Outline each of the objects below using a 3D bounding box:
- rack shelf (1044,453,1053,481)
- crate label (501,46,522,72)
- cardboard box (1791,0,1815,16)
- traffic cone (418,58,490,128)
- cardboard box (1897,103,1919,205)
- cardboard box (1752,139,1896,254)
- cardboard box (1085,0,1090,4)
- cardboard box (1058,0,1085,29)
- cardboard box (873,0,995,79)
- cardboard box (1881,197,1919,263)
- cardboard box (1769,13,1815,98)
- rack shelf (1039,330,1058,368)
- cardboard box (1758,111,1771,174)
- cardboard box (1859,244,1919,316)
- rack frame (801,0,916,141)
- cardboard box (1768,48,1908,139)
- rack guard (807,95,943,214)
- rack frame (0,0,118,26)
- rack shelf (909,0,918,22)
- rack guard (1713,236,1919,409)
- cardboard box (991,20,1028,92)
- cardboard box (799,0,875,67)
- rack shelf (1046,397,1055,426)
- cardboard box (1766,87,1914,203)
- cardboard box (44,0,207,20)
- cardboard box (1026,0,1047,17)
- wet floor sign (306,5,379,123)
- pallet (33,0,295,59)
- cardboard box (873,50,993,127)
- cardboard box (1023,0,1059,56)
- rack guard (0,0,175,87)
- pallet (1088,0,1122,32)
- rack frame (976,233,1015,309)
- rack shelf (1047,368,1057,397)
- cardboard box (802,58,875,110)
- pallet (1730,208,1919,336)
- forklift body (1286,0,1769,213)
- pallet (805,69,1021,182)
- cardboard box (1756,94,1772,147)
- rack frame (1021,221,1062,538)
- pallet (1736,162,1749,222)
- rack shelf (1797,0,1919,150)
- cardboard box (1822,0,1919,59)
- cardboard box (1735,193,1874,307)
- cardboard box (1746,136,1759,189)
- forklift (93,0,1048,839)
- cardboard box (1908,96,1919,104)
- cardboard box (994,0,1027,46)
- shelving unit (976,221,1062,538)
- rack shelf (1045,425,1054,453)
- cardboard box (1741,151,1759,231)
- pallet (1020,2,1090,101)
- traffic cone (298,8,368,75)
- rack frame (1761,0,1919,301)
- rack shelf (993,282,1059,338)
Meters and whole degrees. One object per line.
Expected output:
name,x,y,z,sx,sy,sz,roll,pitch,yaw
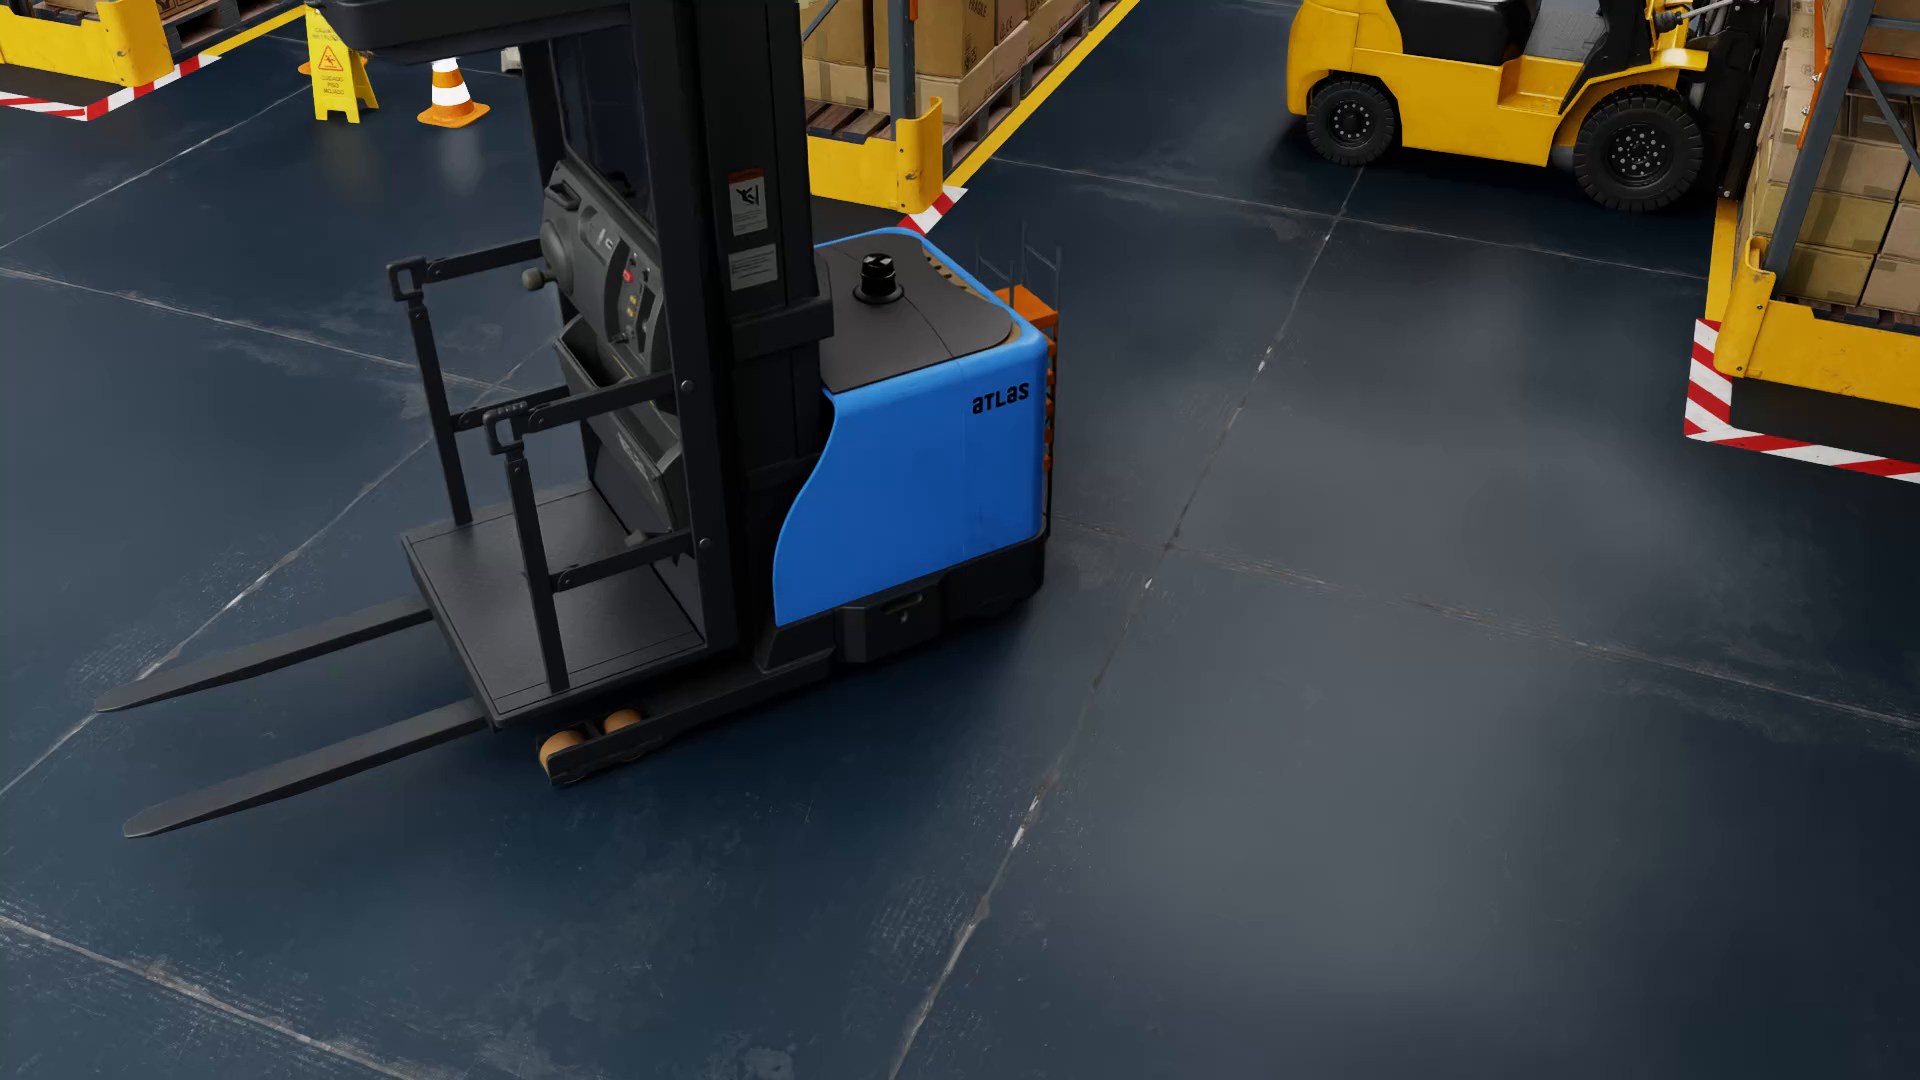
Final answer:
rack shelf,0.198,-0.296,6.120,0.180,0.103,0.258,-19,41,-24
crate label,-2.648,-2.935,10.062,0.250,0.136,0.298,-5,37,-6
cardboard box,4.345,-2.545,8.260,0.500,0.250,0.500,13,39,17
traffic cone,-2.890,-2.616,9.363,0.336,0.463,0.334,14,39,18
cardboard box,4.245,-1.597,6.992,0.500,0.250,0.500,13,39,17
cardboard box,3.783,-1.515,7.299,0.500,0.250,0.500,13,39,17
cardboard box,0.647,-3.631,10.549,0.500,0.250,0.500,13,39,17
cardboard box,0.450,-3.351,10.173,0.500,0.250,0.500,14,39,18
cardboard box,-0.134,-2.800,8.810,0.500,0.500,0.500,13,39,16
cardboard box,4.258,-1.387,7.128,0.500,0.250,0.500,15,39,19
cardboard box,4.145,-2.266,7.887,0.500,0.250,0.500,14,39,18
rack shelf,0.198,-0.681,5.832,0.180,0.103,0.258,-19,41,-24
cardboard box,3.984,-1.790,7.667,0.500,0.250,0.500,13,39,17
cardboard box,4.255,-1.201,7.297,0.500,0.250,0.500,14,39,18
rack frame,-0.705,-3.035,7.806,1.000,3.000,0.127,14,39,18
cardboard box,3.963,-1.984,7.510,0.500,0.250,0.500,15,39,19
rack guard,-0.676,-2.076,8.610,1.175,0.500,0.348,14,39,18
rack frame,-5.321,-4.107,9.239,1.000,3.000,0.127,14,39,18
rack shelf,0.056,-3.855,9.502,1.077,0.370,4.000,14,39,18
rack guard,3.878,-0.892,7.026,1.175,0.500,0.348,14,39,18
cardboard box,0.059,-2.767,9.392,0.500,0.250,0.500,15,39,19
cardboard box,-0.641,-2.906,8.951,0.500,0.500,0.500,14,39,18
rack shelf,0.198,-0.489,5.976,0.180,0.103,0.258,-19,41,-24
cardboard box,3.774,-1.700,7.130,0.500,0.250,0.500,15,39,19
cardboard box,-5.124,-3.815,10.272,0.875,0.875,0.875,14,39,18
cardboard box,0.260,-3.366,9.567,0.500,0.500,0.500,15,39,19
wet floor sign,-3.501,-2.697,9.319,0.267,0.644,0.232,7,37,10
pallet,-5.089,-3.451,10.690,1.003,0.211,1.213,14,39,18
cardboard box,-0.142,-2.486,9.016,0.500,0.250,0.500,14,39,17
cardboard box,0.255,-3.072,9.800,0.500,0.250,0.500,16,40,21
rack guard,-5.330,-3.093,9.970,1.175,0.500,0.348,14,39,18
pallet,0.594,-3.753,11.095,1.003,0.211,1.213,14,39,18
rack frame,0.118,-0.497,5.913,0.006,1.200,0.240,-19,41,-24
rack shelf,0.198,-0.585,5.904,0.180,0.103,0.258,-19,41,-24
cardboard box,-0.637,-2.624,9.202,0.500,0.250,0.500,14,39,18
pallet,4.139,-1.223,7.710,1.003,0.211,1.213,14,39,18
forklift body,2.921,-3.032,8.510,2.313,2.155,1.214,14,39,18
pallet,-0.334,-2.402,9.288,1.003,0.211,1.213,14,39,18
cardboard box,4.161,-2.080,8.056,0.500,0.250,0.500,13,39,17
rack frame,0.277,-0.552,5.986,0.006,1.200,0.240,-19,41,-24
pallet,4.605,-1.896,8.610,1.003,0.211,1.213,14,39,18
rack shelf,4.648,-2.726,7.992,1.077,0.370,4.000,14,39,18
cardboard box,3.831,-2.279,6.710,0.500,0.500,0.500,13,39,17
cardboard box,3.774,-1.306,7.437,0.500,0.250,0.500,14,39,18
cardboard box,4.170,-1.854,8.171,0.500,0.250,0.500,14,39,18
forklift,-1.235,-0.772,4.835,3.031,2.935,1.130,-19,41,-24
cardboard box,4.432,-1.875,7.363,0.500,0.250,0.500,14,39,18
cardboard box,0.061,-3.090,9.198,0.500,0.500,0.500,12,39,16
shelving unit,0.198,-0.524,5.949,0.189,1.200,0.258,-19,41,-24
rack shelf,0.198,-0.393,6.048,0.180,0.103,0.258,-19,41,-24
cardboard box,3.972,-1.579,7.803,0.500,0.250,0.500,14,39,18
pallet,0.132,-3.075,10.188,1.003,0.211,1.213,14,39,18
traffic cone,-3.806,-3.061,9.959,0.336,0.463,0.334,14,39,18
rack frame,3.887,-1.907,6.296,1.000,3.000,0.127,14,39,18
rack shelf,0.198,-0.777,5.760,0.180,0.103,0.258,-19,41,-24
